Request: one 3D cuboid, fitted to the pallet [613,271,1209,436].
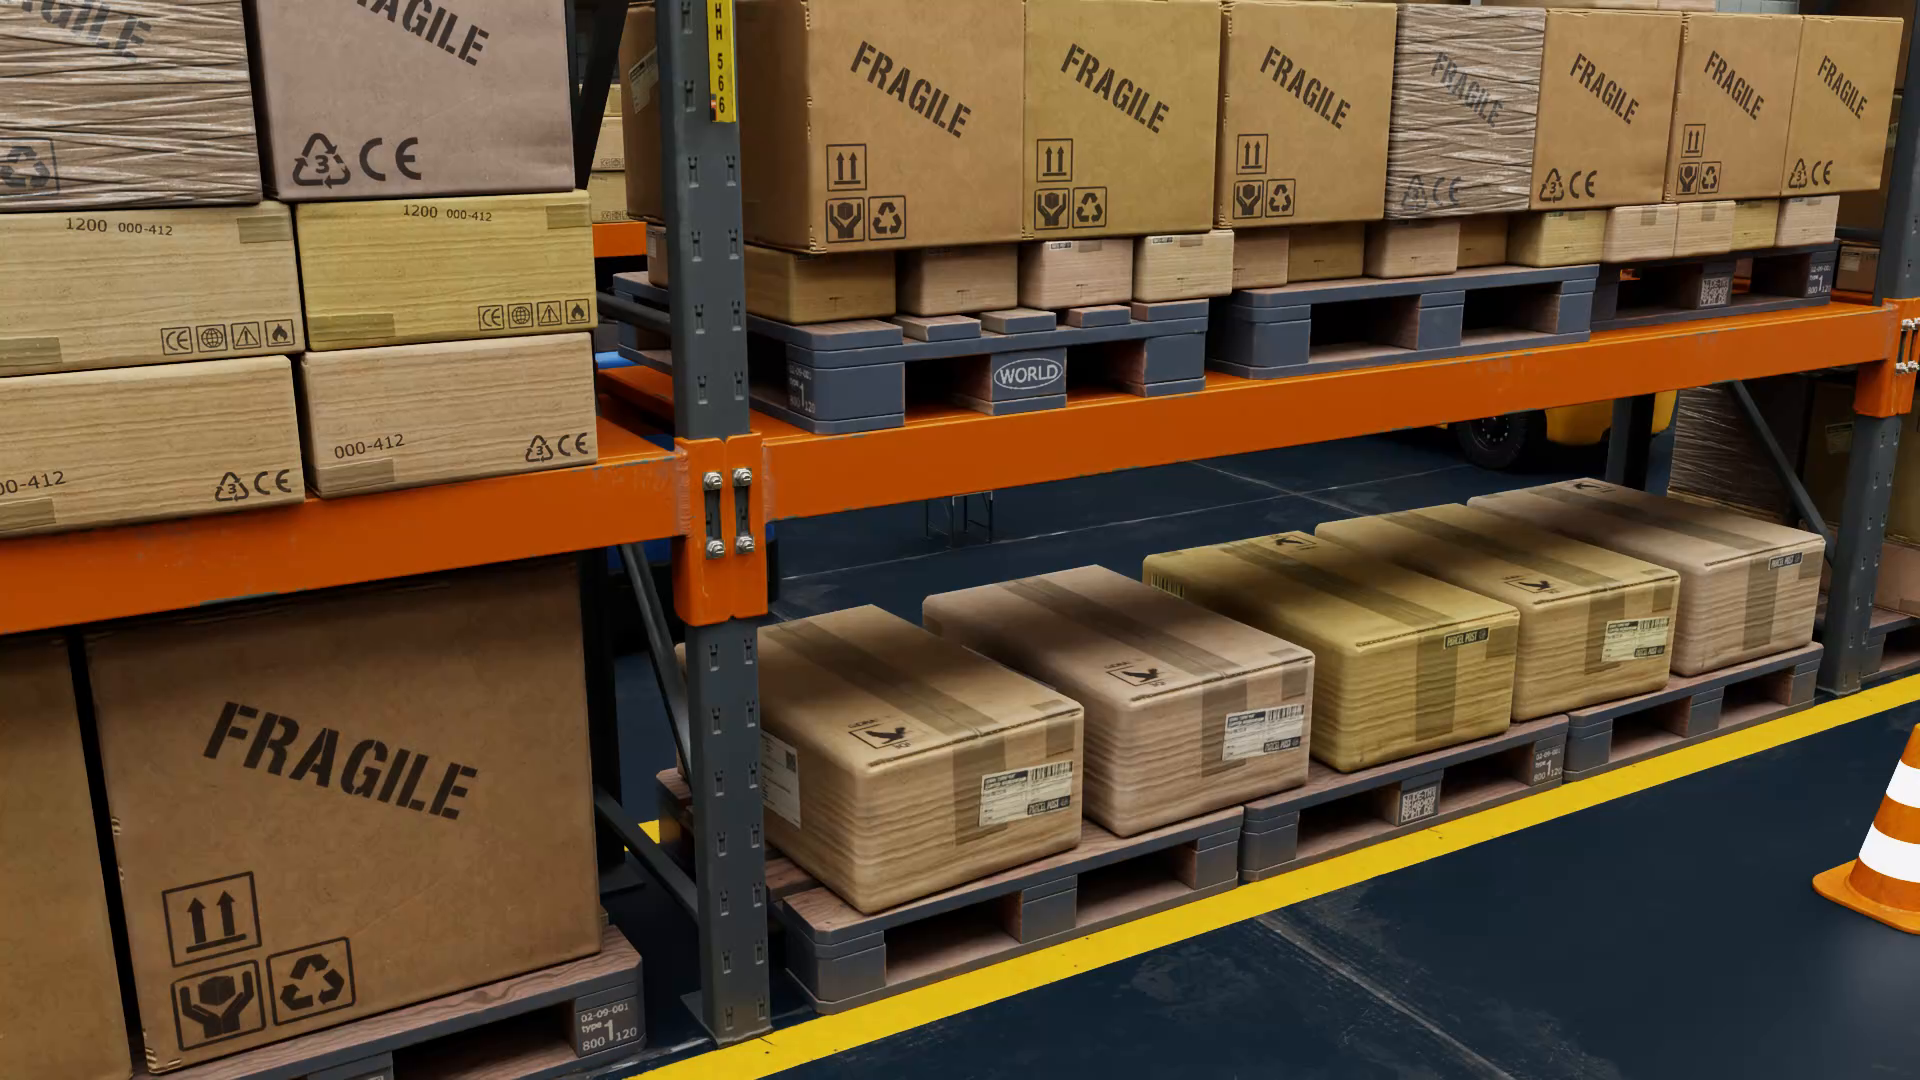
[{"bbox_3d":[-0.160,-0.515,4.043,1.003,0.211,1.213,-9,18,-30],"label":"pallet"}]

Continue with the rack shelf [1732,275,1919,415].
[{"bbox_3d":[4.427,-0.971,6.649,4.000,0.370,1.077,-9,18,-30],"label":"rack shelf"}]

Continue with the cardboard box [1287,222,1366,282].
[{"bbox_3d":[0.811,-0.759,4.247,0.250,0.149,0.380,-8,18,-28],"label":"cardboard box"}]

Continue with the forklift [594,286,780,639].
[{"bbox_3d":[-2.186,-0.995,5.528,3.031,2.935,1.130,-11,19,-34],"label":"forklift"}]

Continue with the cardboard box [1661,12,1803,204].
[{"bbox_3d":[2.011,-1.246,4.784,0.500,0.500,0.500,-9,18,-29],"label":"cardboard box"}]

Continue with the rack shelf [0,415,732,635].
[{"bbox_3d":[-2.430,0.141,2.681,4.000,0.370,1.077,-9,18,-30],"label":"rack shelf"}]

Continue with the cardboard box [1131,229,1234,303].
[{"bbox_3d":[0.423,-0.659,3.891,0.250,0.149,0.380,-9,18,-29],"label":"cardboard box"}]

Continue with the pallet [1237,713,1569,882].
[{"bbox_3d":[0.999,0.583,4.940,1.213,0.211,1.003,-9,18,-30],"label":"pallet"}]

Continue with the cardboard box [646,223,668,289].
[{"bbox_3d":[-0.556,-0.664,3.910,0.250,0.149,0.380,-8,18,-28],"label":"cardboard box"}]

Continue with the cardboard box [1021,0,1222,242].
[{"bbox_3d":[0.232,-0.960,3.762,0.500,0.500,0.500,-8,18,-27],"label":"cardboard box"}]

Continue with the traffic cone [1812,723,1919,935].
[{"bbox_3d":[2.371,0.679,4.132,0.334,0.463,0.336,-9,18,-30],"label":"traffic cone"}]

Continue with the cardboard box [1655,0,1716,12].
[{"bbox_3d":[1.849,-1.530,4.594,0.250,0.149,0.380,-10,18,-31],"label":"cardboard box"}]

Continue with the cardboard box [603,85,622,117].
[{"bbox_3d":[-1.750,-2.150,8.134,0.250,0.149,0.380,-9,18,-29],"label":"cardboard box"}]

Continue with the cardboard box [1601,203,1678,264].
[{"bbox_3d":[1.760,-0.872,4.651,0.250,0.149,0.380,-9,18,-29],"label":"cardboard box"}]

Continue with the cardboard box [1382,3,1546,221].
[{"bbox_3d":[1.116,-1.103,4.273,0.500,0.500,0.500,-10,19,-32],"label":"cardboard box"}]

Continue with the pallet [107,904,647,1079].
[{"bbox_3d":[-1.431,0.952,3.624,1.213,0.211,1.003,-9,18,-30],"label":"pallet"}]

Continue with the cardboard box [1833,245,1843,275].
[{"bbox_3d":[3.042,-1.070,6.134,0.250,0.149,0.380,-9,18,-28],"label":"cardboard box"}]

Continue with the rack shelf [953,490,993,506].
[{"bbox_3d":[-0.007,-0.227,7.342,0.200,0.077,0.258,-9,18,-30],"label":"rack shelf"}]

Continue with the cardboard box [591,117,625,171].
[{"bbox_3d":[-1.882,-1.943,8.134,0.500,0.250,0.500,-10,18,-31],"label":"cardboard box"}]

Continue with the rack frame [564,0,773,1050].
[{"bbox_3d":[-0.716,-0.483,3.576,0.127,3.000,1.000,-9,18,-30],"label":"rack frame"}]

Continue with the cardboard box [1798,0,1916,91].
[{"bbox_3d":[3.202,-1.723,5.410,0.500,0.500,0.700,-9,18,-30],"label":"cardboard box"}]

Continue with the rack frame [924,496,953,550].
[{"bbox_3d":[-0.094,-0.418,7.234,0.006,0.900,0.240,-9,18,-30],"label":"rack frame"}]

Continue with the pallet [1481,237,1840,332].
[{"bbox_3d":[1.983,-0.874,5.327,1.213,0.211,1.003,-9,18,-30],"label":"pallet"}]

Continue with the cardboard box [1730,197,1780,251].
[{"bbox_3d":[2.179,-0.952,4.938,0.250,0.149,0.380,-10,18,-31],"label":"cardboard box"}]

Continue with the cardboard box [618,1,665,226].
[{"bbox_3d":[-0.469,-1.004,3.921,0.500,0.500,0.500,-10,18,-31],"label":"cardboard box"}]

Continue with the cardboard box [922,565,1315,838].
[{"bbox_3d":[0.402,0.399,4.519,0.625,0.372,0.950,-10,18,-31],"label":"cardboard box"}]

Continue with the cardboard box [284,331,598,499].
[{"bbox_3d":[-1.016,-0.281,3.131,0.500,0.250,0.500,-10,18,-32],"label":"cardboard box"}]

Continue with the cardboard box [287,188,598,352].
[{"bbox_3d":[-1.000,-0.526,3.079,0.500,0.250,0.500,-9,18,-30],"label":"cardboard box"}]

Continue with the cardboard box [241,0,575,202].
[{"bbox_3d":[-1.024,-0.880,2.955,0.500,0.500,0.500,-10,18,-31],"label":"cardboard box"}]

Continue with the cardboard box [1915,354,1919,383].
[{"bbox_3d":[3.496,-0.614,5.768,0.250,0.149,0.380,-9,18,-29],"label":"cardboard box"}]

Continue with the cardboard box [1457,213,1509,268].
[{"bbox_3d":[1.253,-0.834,4.514,0.250,0.149,0.380,-10,18,-32],"label":"cardboard box"}]

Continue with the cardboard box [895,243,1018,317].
[{"bbox_3d":[-0.082,-0.598,3.674,0.250,0.149,0.380,-11,19,-33],"label":"cardboard box"}]

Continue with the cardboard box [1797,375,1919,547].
[{"bbox_3d":[3.358,-0.298,5.843,0.500,0.500,0.500,-8,18,-27],"label":"cardboard box"}]

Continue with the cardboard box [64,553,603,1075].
[{"bbox_3d":[-1.351,0.414,3.532,0.875,0.875,0.875,-9,18,-30],"label":"cardboard box"}]

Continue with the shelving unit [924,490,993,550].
[{"bbox_3d":[-0.007,-0.432,7.284,0.210,0.900,0.258,-9,18,-30],"label":"shelving unit"}]

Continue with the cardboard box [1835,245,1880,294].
[{"bbox_3d":[3.148,-0.888,5.485,0.250,0.149,0.380,-9,18,-30],"label":"cardboard box"}]

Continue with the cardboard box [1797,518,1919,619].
[{"bbox_3d":[3.358,0.063,5.944,0.500,0.250,0.500,-10,19,-32],"label":"cardboard box"}]

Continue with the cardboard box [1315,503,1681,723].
[{"bbox_3d":[1.650,0.198,5.236,0.625,0.372,0.950,-8,18,-26],"label":"cardboard box"}]
